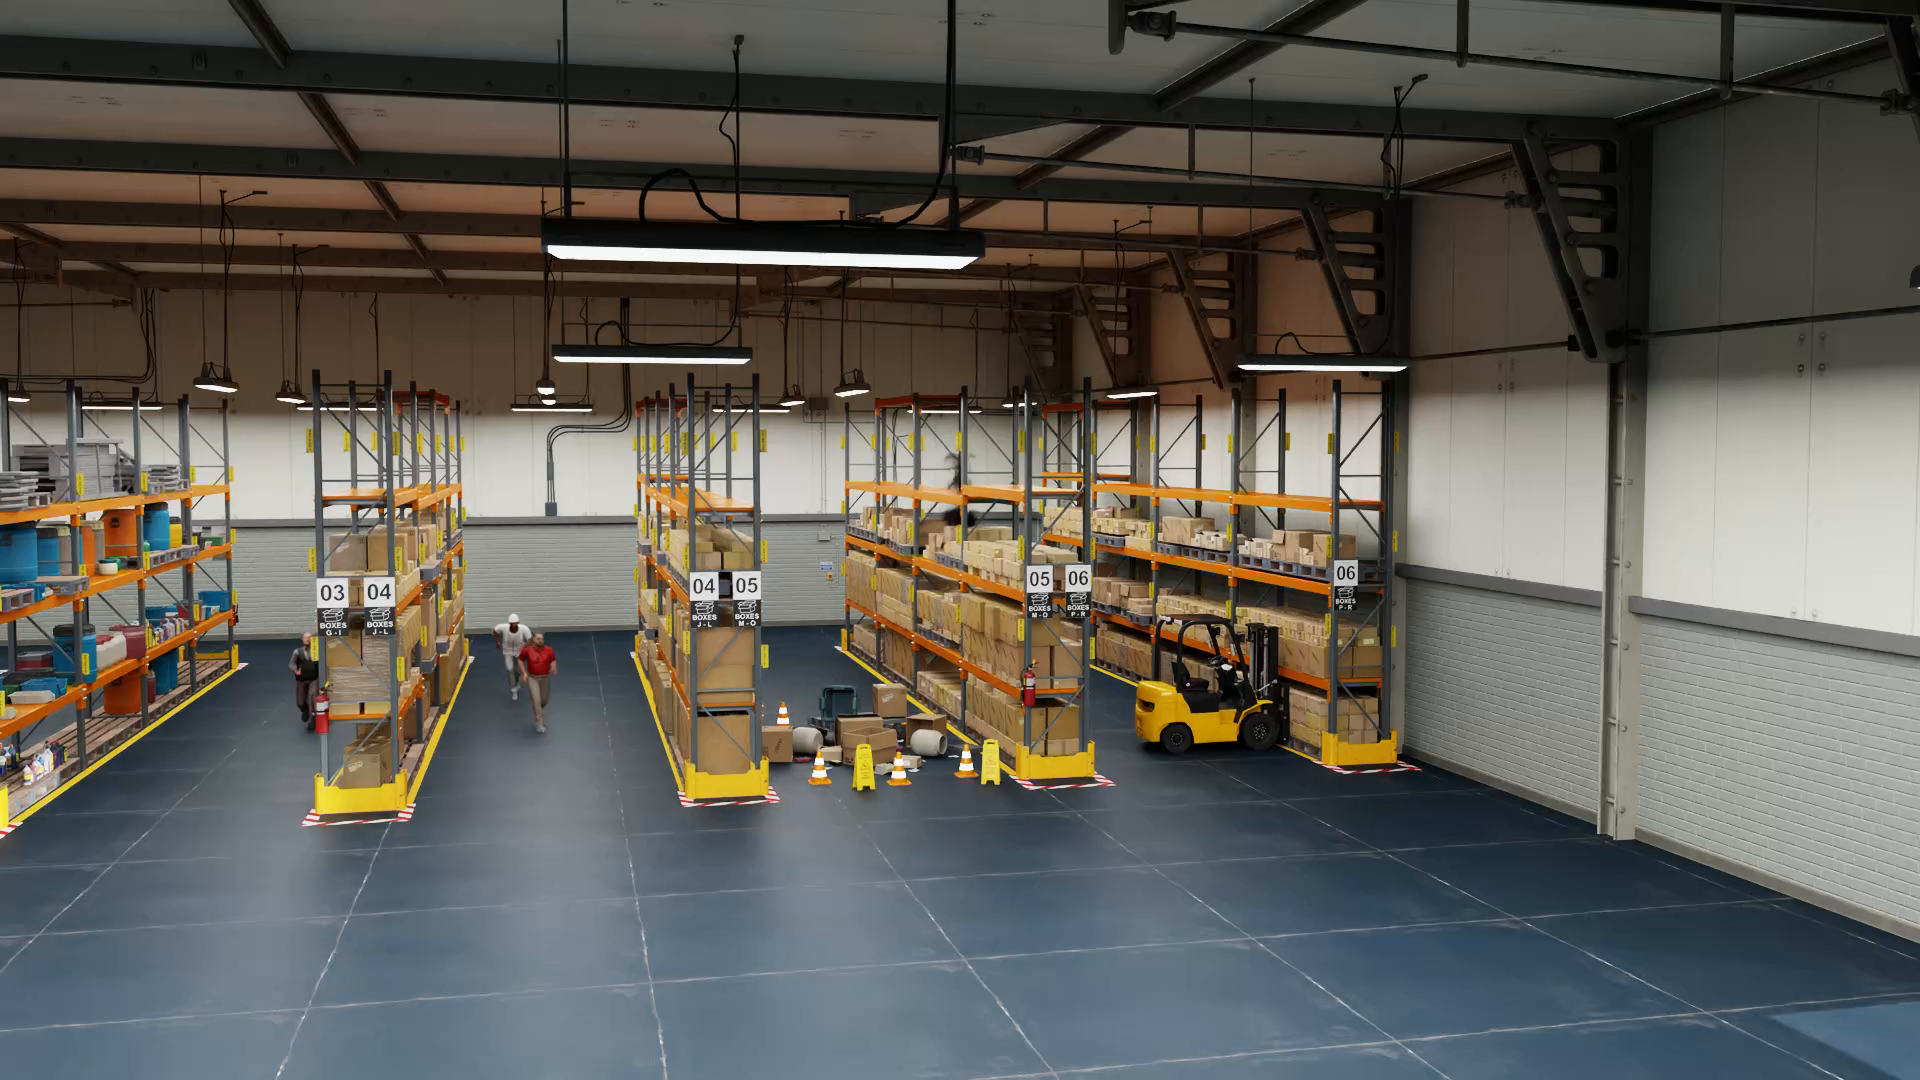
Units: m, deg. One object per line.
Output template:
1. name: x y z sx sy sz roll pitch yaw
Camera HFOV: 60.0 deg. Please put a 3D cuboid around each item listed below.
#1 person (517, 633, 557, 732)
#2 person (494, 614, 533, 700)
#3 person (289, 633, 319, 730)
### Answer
1. person: -7.442 2.474 29.249 0.645 1.717 0.900 -2 4 -30
2. person: -8.836 2.286 32.918 0.746 1.715 1.061 -1 3 -13
3. person: -11.438 2.474 29.240 0.669 1.684 0.760 -1 3 -16
